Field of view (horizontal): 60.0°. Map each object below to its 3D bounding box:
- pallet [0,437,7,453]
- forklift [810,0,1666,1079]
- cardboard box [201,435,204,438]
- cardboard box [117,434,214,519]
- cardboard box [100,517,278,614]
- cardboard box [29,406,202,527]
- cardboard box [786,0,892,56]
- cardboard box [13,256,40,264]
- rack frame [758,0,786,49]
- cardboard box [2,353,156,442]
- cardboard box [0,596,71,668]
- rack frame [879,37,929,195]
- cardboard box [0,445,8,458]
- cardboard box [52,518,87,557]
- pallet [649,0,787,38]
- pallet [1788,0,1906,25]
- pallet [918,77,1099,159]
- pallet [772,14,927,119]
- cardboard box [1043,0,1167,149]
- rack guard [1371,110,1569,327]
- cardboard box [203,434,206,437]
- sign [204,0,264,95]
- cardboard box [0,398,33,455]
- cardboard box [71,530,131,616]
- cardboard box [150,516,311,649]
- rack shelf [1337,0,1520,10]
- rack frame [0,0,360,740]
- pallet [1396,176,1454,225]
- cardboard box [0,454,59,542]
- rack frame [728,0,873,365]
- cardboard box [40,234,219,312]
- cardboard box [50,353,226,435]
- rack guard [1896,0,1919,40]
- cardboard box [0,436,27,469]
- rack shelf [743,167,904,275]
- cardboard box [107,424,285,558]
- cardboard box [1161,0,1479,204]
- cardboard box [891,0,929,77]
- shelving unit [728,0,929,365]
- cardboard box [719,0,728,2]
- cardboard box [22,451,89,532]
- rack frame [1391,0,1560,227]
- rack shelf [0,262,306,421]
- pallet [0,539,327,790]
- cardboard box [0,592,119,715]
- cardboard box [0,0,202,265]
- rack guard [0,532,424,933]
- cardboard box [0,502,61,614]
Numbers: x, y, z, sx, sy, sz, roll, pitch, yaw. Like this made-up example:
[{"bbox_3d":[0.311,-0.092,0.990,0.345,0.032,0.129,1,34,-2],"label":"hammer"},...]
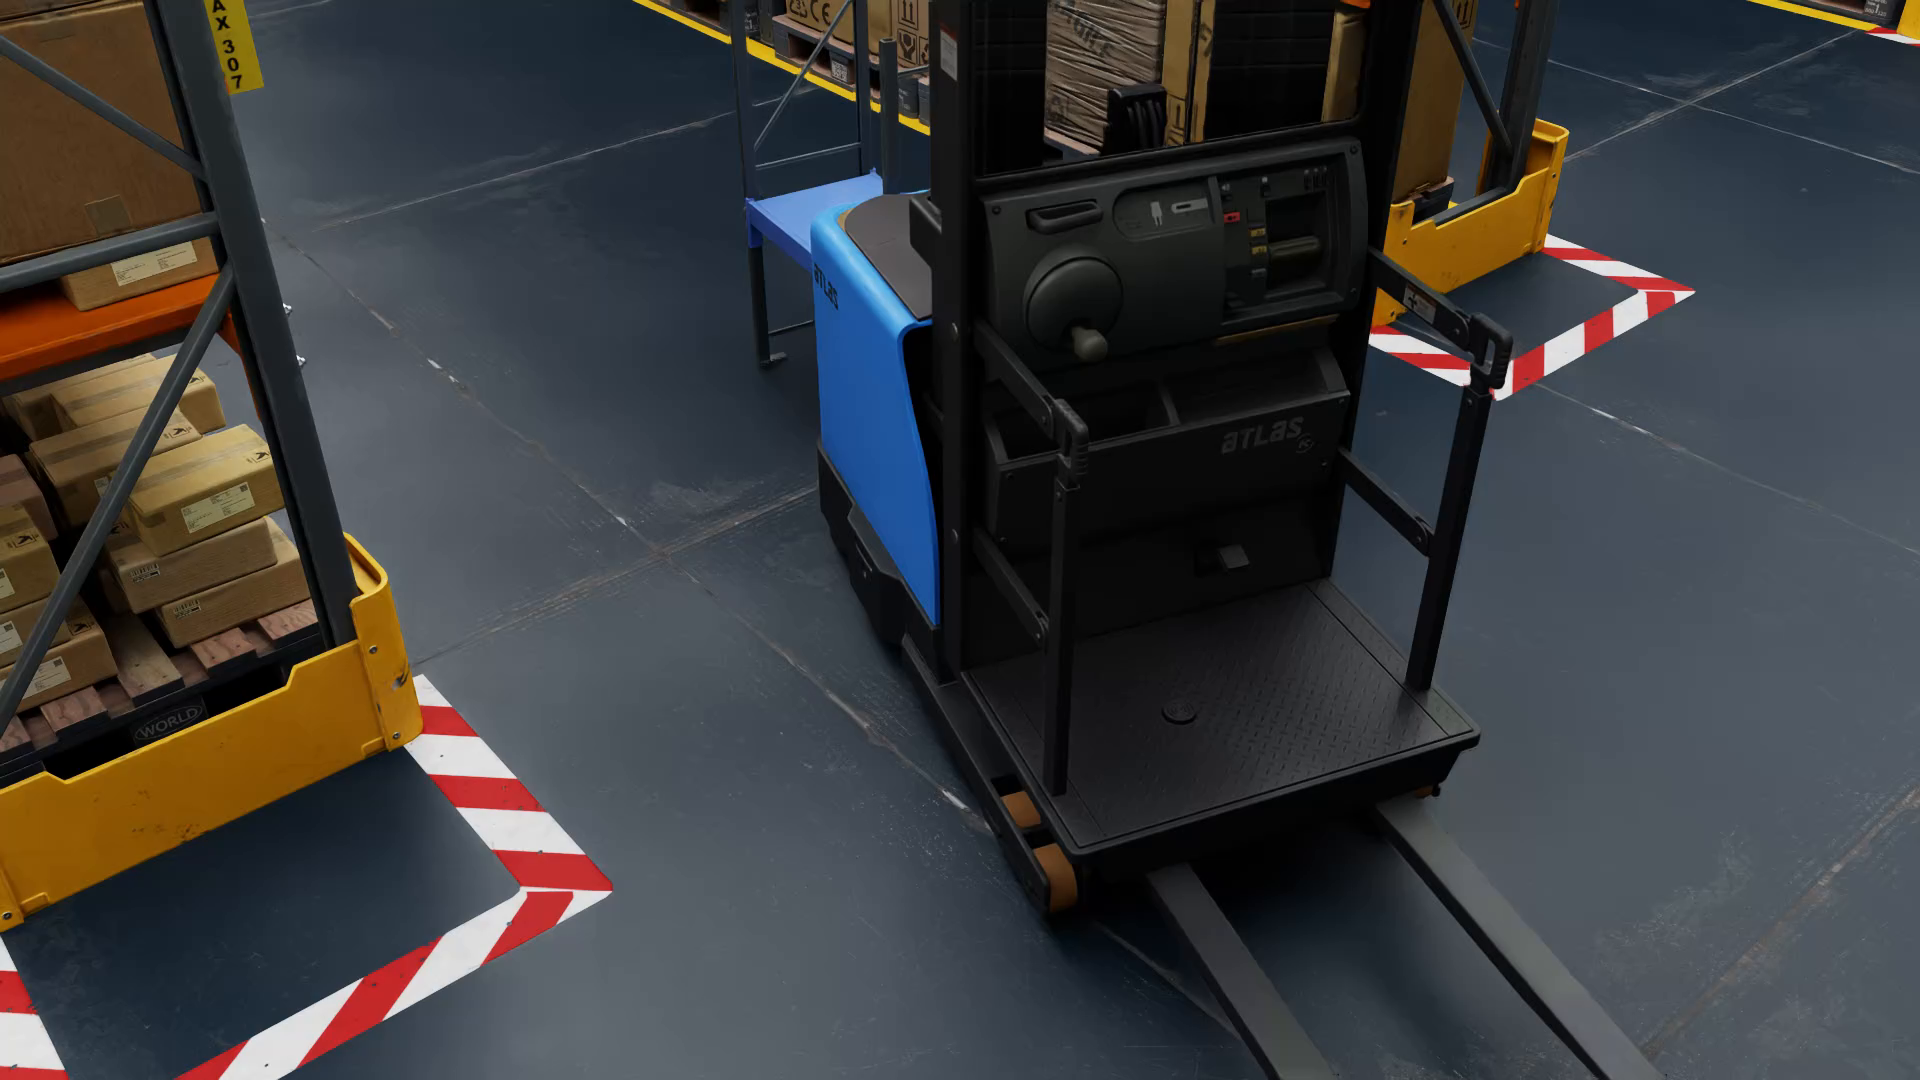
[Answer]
[{"bbox_3d":[-3.270,-0.334,5.539,1.003,0.211,1.213,-26,43,-32],"label":"pallet"},{"bbox_3d":[0.576,-0.581,3.534,1.130,2.935,3.031,-13,37,-18],"label":"forklift"},{"bbox_3d":[-2.525,-0.355,5.003,0.380,0.149,0.250,-25,42,-30],"label":"cardboard box"},{"bbox_3d":[-2.217,-0.127,4.679,0.380,0.149,0.250,-26,43,-32],"label":"cardboard box"},{"bbox_3d":[-2.083,0.015,4.479,0.380,0.149,0.250,-24,42,-30],"label":"cardboard box"},{"bbox_3d":[-2.289,-0.214,4.545,0.380,0.149,0.250,-25,42,-31],"label":"cardboard box"},{"bbox_3d":[-0.303,-3.083,8.482,0.875,0.875,0.875,-26,43,-32],"label":"cardboard box"},{"bbox_3d":[-2.096,-0.788,3.985,0.380,0.149,0.250,-24,42,-30],"label":"cardboard box"},{"bbox_3d":[-0.668,-4.100,8.443,1.000,3.000,0.127,-26,43,-32],"label":"rack frame"},{"bbox_3d":[-2.577,-0.452,4.881,0.380,0.149,0.250,-28,44,-34],"label":"cardboard box"},{"bbox_3d":[-2.500,0.216,4.196,0.380,0.149,0.250,-27,44,-33],"label":"cardboard box"},{"bbox_3d":[-0.005,-0.844,5.144,0.500,1.500,0.032,-19,40,-25],"label":"rack frame"},{"bbox_3d":[-2.931,-0.170,4.741,0.380,0.149,0.250,-27,43,-32],"label":"cardboard box"},{"bbox_3d":[-2.432,-0.079,4.870,0.380,0.149,0.250,-26,43,-31],"label":"cardboard box"},{"bbox_3d":[-1.224,-3.274,9.691,1.003,0.211,1.213,-26,43,-32],"label":"pallet"},{"bbox_3d":[5.194,-3.422,9.899,1.003,0.211,1.213,-26,43,-32],"label":"pallet"},{"bbox_3d":[0.554,-2.058,7.973,1.003,0.211,1.213,-26,43,-32],"label":"pallet"},{"bbox_3d":[-0.237,-2.597,8.734,1.003,0.211,1.213,-26,43,-32],"label":"pallet"},{"bbox_3d":[0.852,-2.292,7.367,0.875,0.875,0.875,-26,43,-32],"label":"cardboard box"},{"bbox_3d":[1.929,-1.303,6.657,1.175,0.500,0.348,-26,43,-32],"label":"rack guard"},{"bbox_3d":[-2.513,-0.233,5.087,0.380,0.149,0.250,-25,43,-31],"label":"cardboard box"},{"bbox_3d":[-1.527,-1.084,3.436,0.100,0.325,0.005,-26,43,-32],"label":"sign"},{"bbox_3d":[-2.769,-0.437,5.118,0.380,0.149,0.250,-28,44,-34],"label":"cardboard box"},{"bbox_3d":[-2.266,0.028,4.718,0.380,0.149,0.250,-26,43,-32],"label":"cardboard box"},{"bbox_3d":[-2.035,0.113,4.598,0.380,0.149,0.250,-25,42,-31],"label":"cardboard box"},{"bbox_3d":[0.622,-2.923,7.404,1.077,0.370,4.000,-26,43,-32],"label":"rack shelf"},{"bbox_3d":[-1.941,-0.528,3.401,1.000,3.000,0.127,-26,43,-32],"label":"rack frame"},{"bbox_3d":[1.337,-1.519,7.213,1.003,0.211,1.213,-26,43,-32],"label":"pallet"},{"bbox_3d":[-2.595,-0.051,4.315,0.380,0.149,0.250,-25,42,-31],"label":"cardboard box"},{"bbox_3d":[-0.536,-1.345,5.851,0.500,1.500,0.032,-19,40,-25],"label":"rack frame"},{"bbox_3d":[-1.900,-0.691,3.848,0.380,0.149,0.250,-26,43,-32],"label":"cardboard box"},{"bbox_3d":[-2.354,-0.373,4.770,0.380,0.149,0.250,-26,43,-32],"label":"cardboard box"},{"bbox_3d":[5.722,-3.155,9.272,1.175,0.500,0.348,-26,43,-32],"label":"rack guard"},{"bbox_3d":[-2.750,-0.310,5.196,0.380,0.149,0.250,-26,43,-32],"label":"cardboard box"},{"bbox_3d":[-0.271,-0.948,5.601,0.538,0.185,1.000,-19,40,-25],"label":"rack shelf"},{"bbox_3d":[-2.020,-0.137,4.437,0.380,0.149,0.250,-28,44,-34],"label":"cardboard box"},{"bbox_3d":[1.439,-1.891,6.799,0.875,0.875,0.875,-26,43,-32],"label":"cardboard box"},{"bbox_3d":[0.277,-2.685,7.921,0.875,0.875,0.875,-26,43,-32],"label":"cardboard box"},{"bbox_3d":[-0.271,-1.094,5.497,0.538,1.500,1.048,-19,40,-25],"label":"shelving unit"},{"bbox_3d":[-1.096,-3.679,9.324,1.225,0.875,0.875,-26,43,-32],"label":"cardboard box"},{"bbox_3d":[-2.442,-0.202,4.785,0.380,0.149,0.250,-25,43,-31],"label":"cardboard box"},{"bbox_3d":[1.913,-2.334,5.950,1.000,3.000,0.127,-26,43,-32],"label":"rack frame"},{"bbox_3d":[-3.232,-1.118,4.855,1.077,0.370,4.000,-26,43,-32],"label":"rack shelf"},{"bbox_3d":[-2.487,0.204,4.779,1.003,0.211,1.213,-26,43,-32],"label":"pallet"},{"bbox_3d":[-2.440,0.309,4.322,0.380,0.149,0.250,-25,42,-31],"label":"cardboard box"},{"bbox_3d":[-2.020,-0.992,3.711,0.500,0.500,0.500,-24,42,-30],"label":"cardboard box"},{"bbox_3d":[-1.990,0.458,4.170,1.175,0.500,0.348,-26,43,-32],"label":"rack guard"},{"bbox_3d":[-2.476,0.082,4.128,0.380,0.149,0.250,-25,43,-31],"label":"cardboard box"}]
